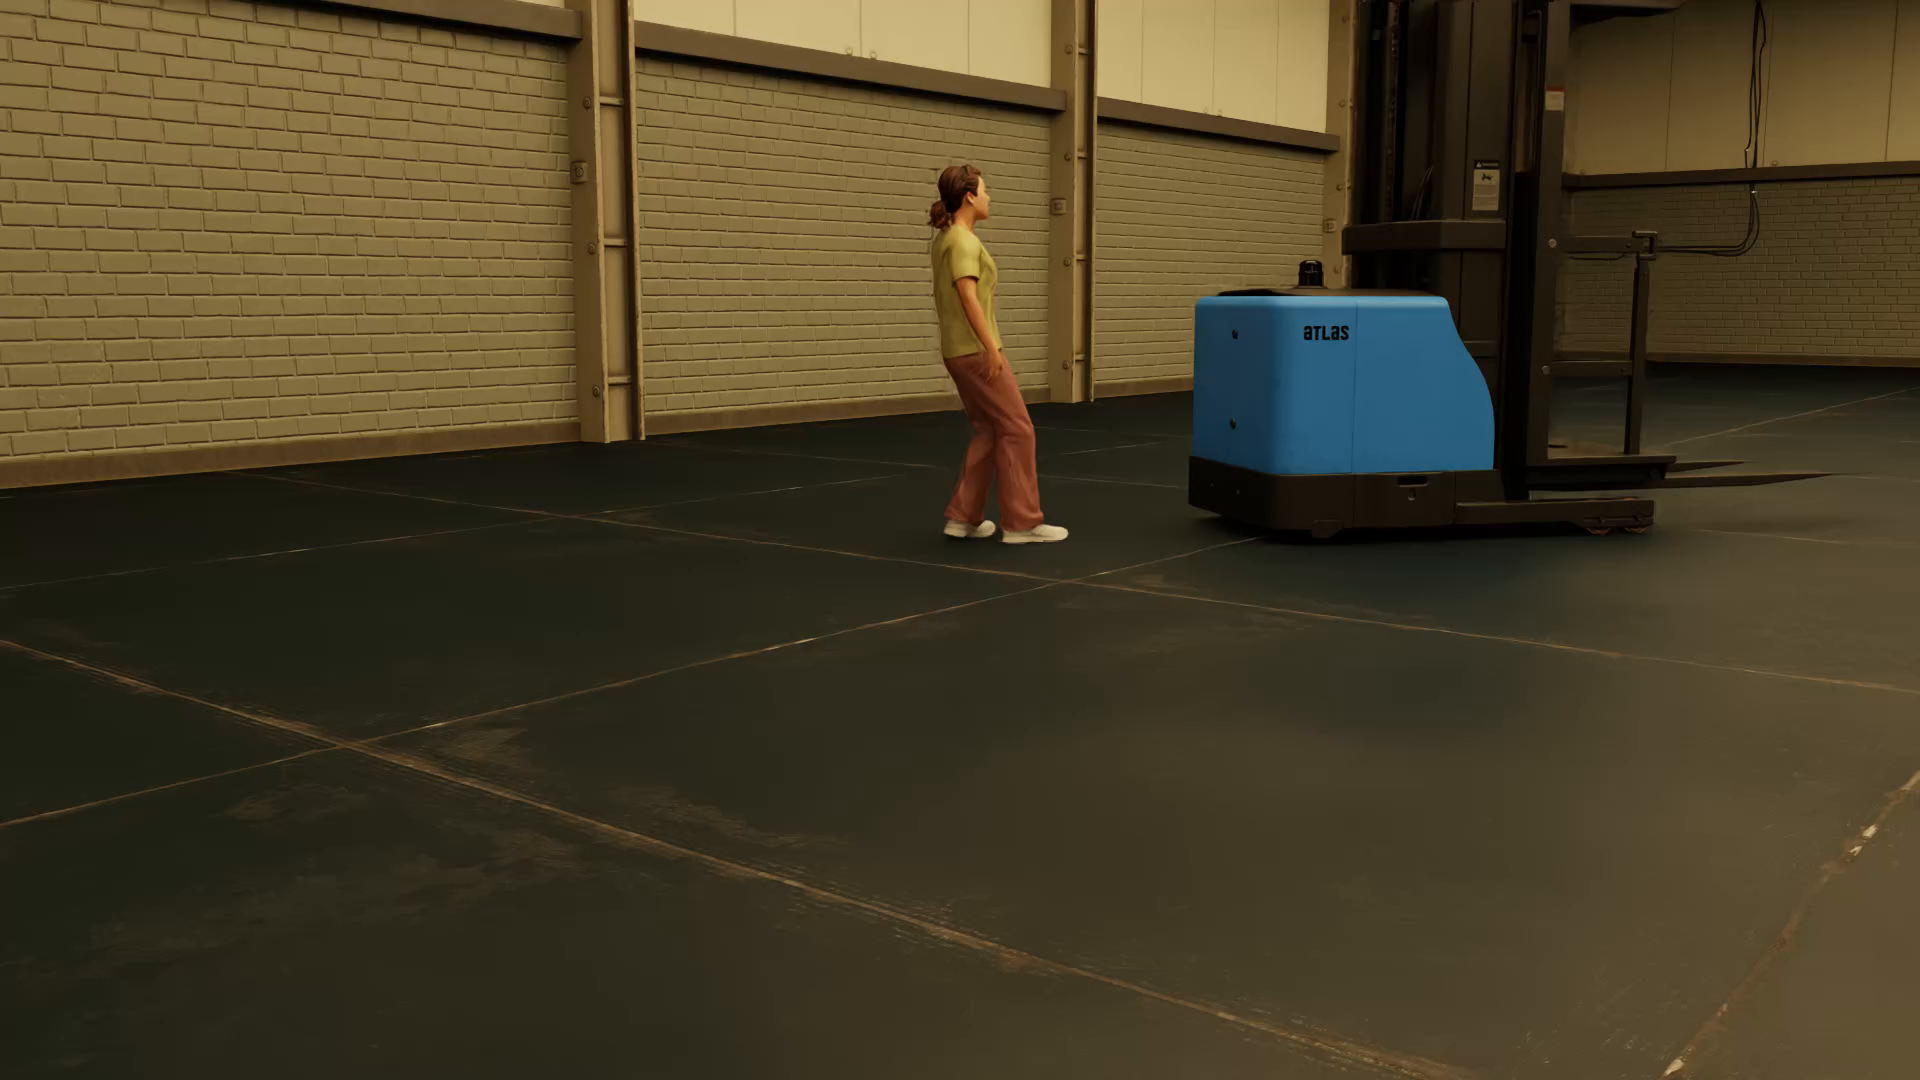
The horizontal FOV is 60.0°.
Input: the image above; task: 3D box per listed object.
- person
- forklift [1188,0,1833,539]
[{"bbox_3d":[0.159,-0.811,7.318,0.620,1.650,0.603,-1,8,-10],"label":"person"},{"bbox_3d":[2.686,-1.544,7.833,3.031,2.935,1.130,-2,9,-14],"label":"forklift"}]
